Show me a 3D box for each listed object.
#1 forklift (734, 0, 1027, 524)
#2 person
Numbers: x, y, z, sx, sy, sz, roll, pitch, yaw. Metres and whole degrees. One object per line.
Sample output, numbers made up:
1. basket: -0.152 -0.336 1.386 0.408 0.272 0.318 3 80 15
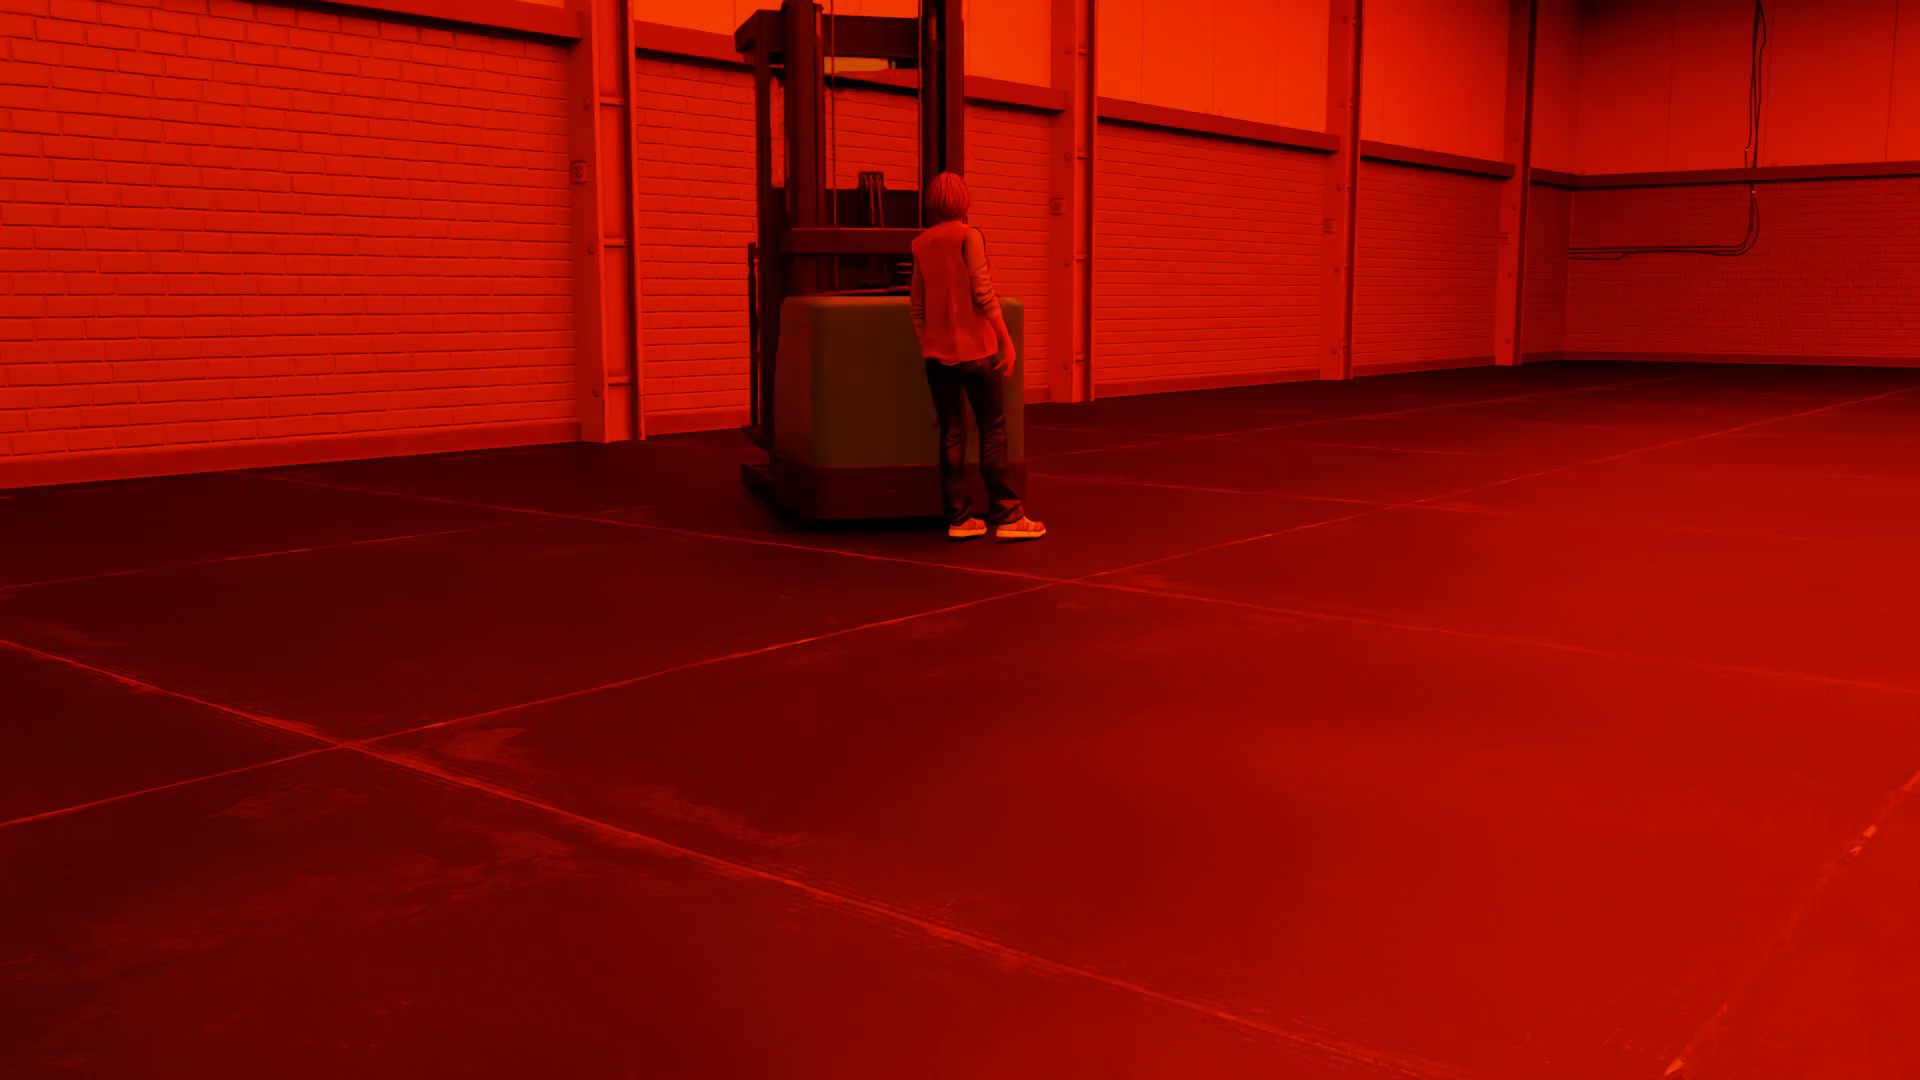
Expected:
1. forklift: -0.583 -1.699 8.894 1.130 2.935 3.031 -2 9 -16
2. person: 0.057 -0.805 7.336 0.520 1.597 0.476 7 11 38
